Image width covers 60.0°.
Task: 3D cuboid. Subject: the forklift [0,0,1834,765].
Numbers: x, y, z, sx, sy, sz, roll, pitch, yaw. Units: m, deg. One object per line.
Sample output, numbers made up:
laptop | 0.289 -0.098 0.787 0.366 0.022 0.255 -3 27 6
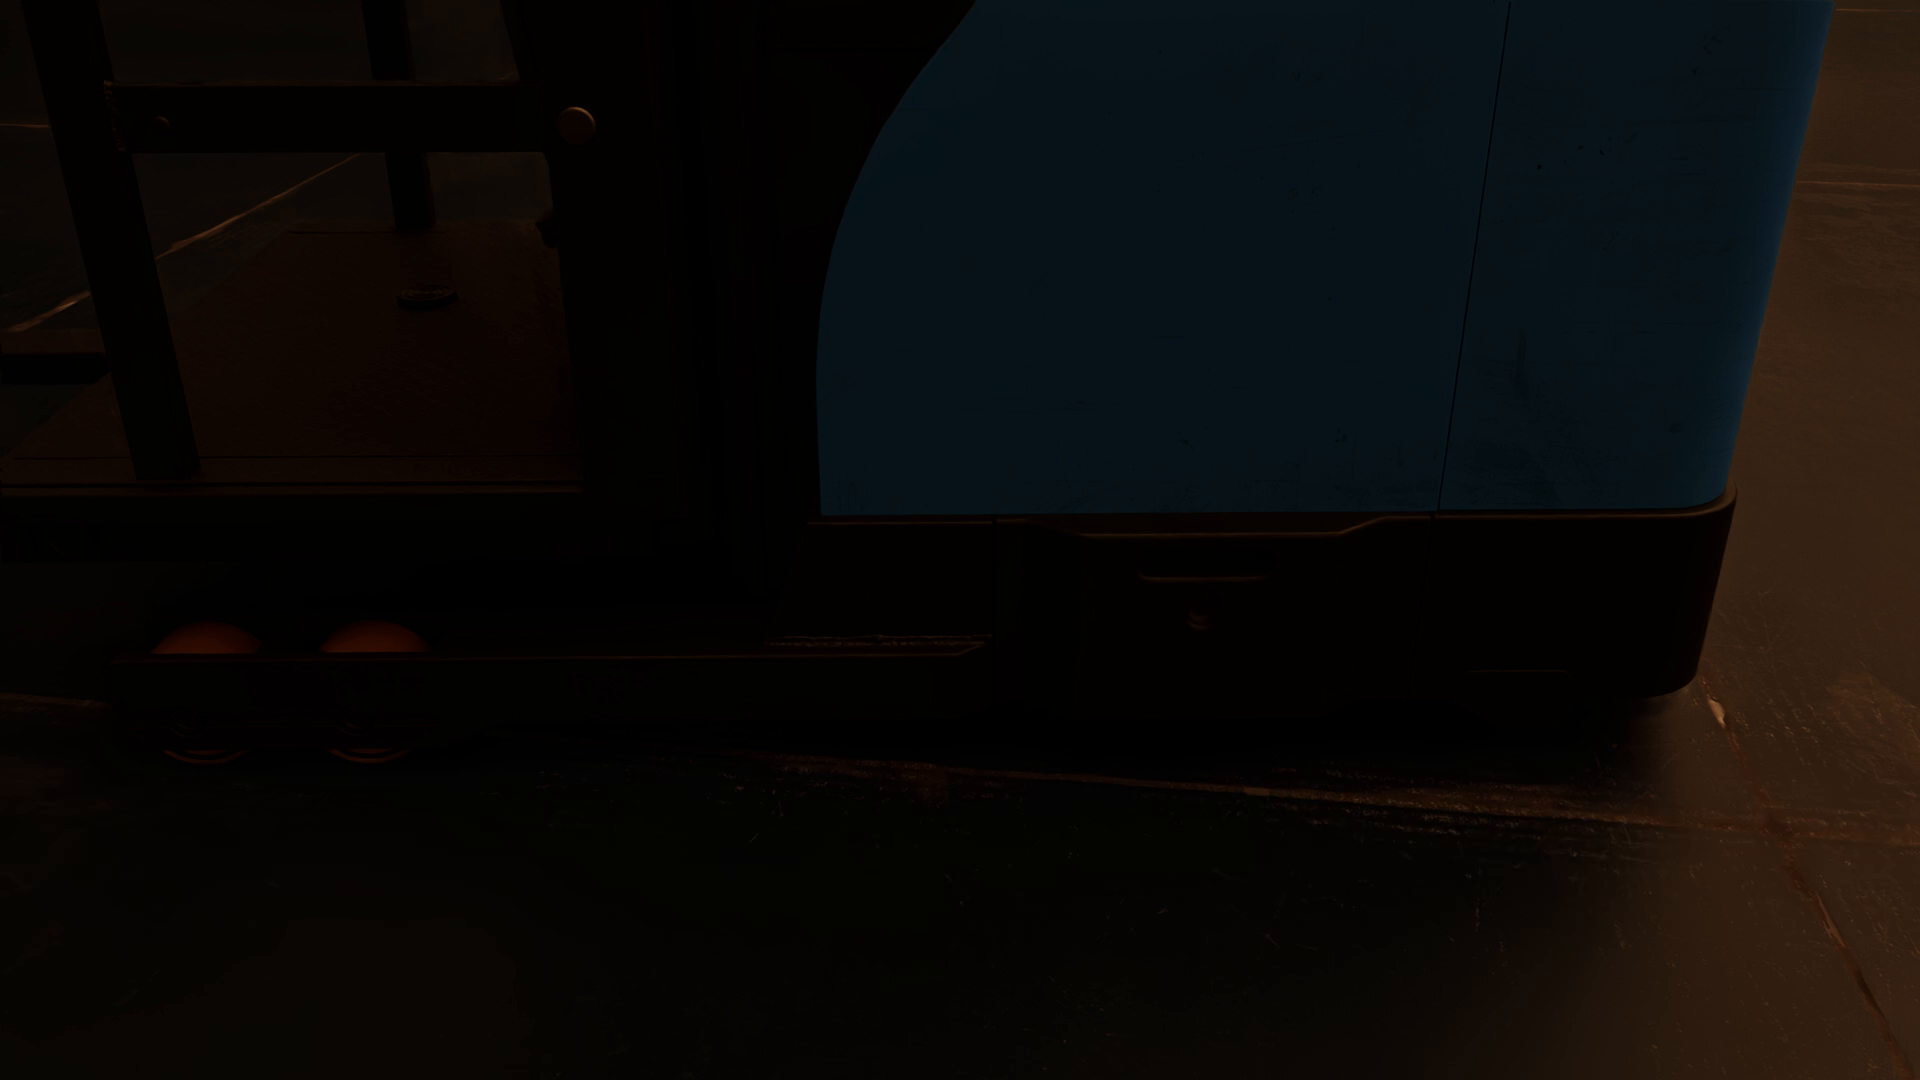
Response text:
forklift | -0.617 -1.284 1.791 3.031 2.935 1.130 0 27 -1
